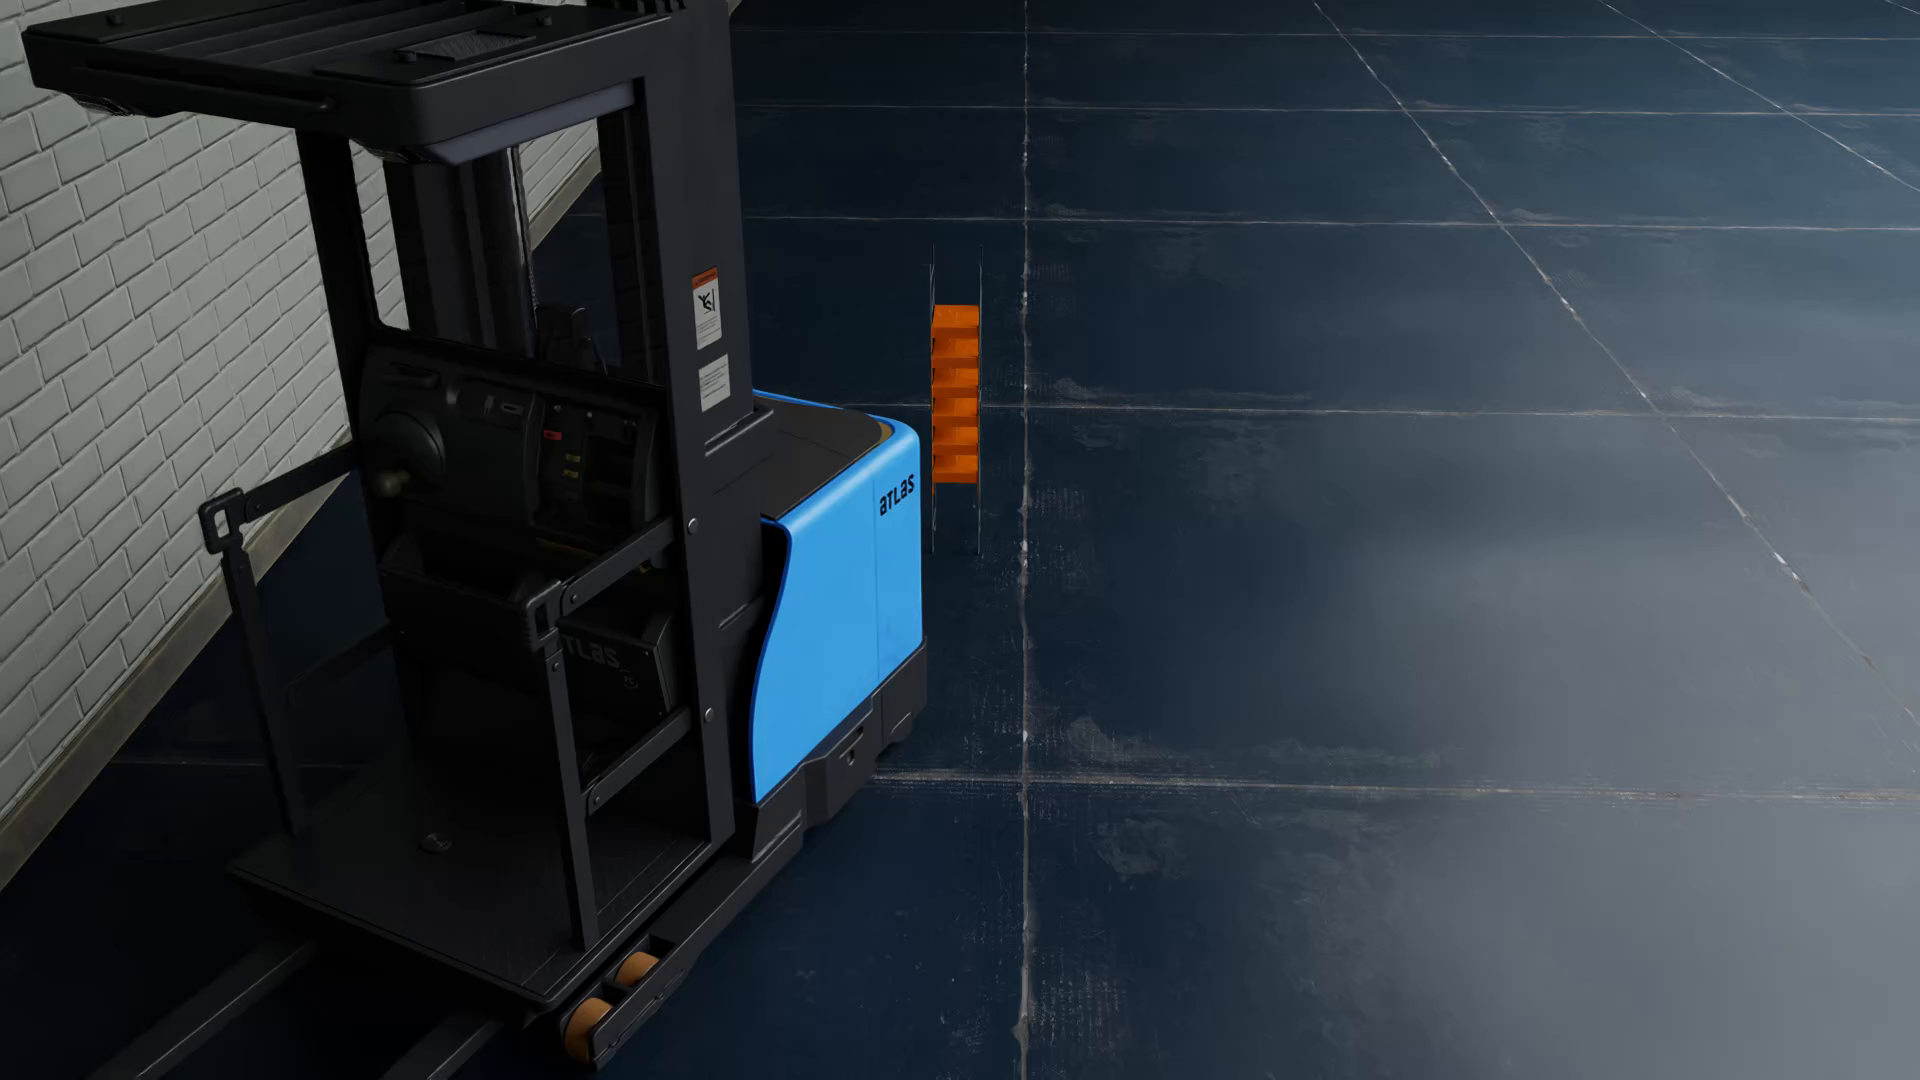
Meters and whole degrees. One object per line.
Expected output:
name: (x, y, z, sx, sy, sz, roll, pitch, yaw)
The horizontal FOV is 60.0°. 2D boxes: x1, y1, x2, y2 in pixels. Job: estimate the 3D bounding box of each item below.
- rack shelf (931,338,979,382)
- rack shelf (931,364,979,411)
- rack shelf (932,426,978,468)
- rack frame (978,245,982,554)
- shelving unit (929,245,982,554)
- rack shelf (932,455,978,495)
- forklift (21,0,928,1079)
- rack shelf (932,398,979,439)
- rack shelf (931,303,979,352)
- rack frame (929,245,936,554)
rack shelf: (-0.014, -0.703, 6.378, 0.180, 0.103, 0.258, 1, 28, 2)
rack shelf: (-0.014, -0.597, 6.434, 0.180, 0.103, 0.258, 1, 28, 2)
rack shelf: (-0.014, -0.385, 6.546, 0.180, 0.103, 0.258, 1, 28, 2)
rack frame: (0.077, -0.529, 6.467, 0.006, 1.200, 0.240, 1, 28, 2)
shelving unit: (-0.014, -0.530, 6.469, 0.189, 1.200, 0.258, 1, 28, 2)
rack shelf: (-0.014, -0.279, 6.603, 0.180, 0.103, 0.258, 1, 28, 2)
forklift: (-1.237, -0.199, 3.996, 1.130, 2.935, 3.031, 14, 31, 24)
rack shelf: (-0.014, -0.491, 6.490, 0.180, 0.103, 0.258, 1, 28, 2)
rack shelf: (-0.014, -0.809, 6.322, 0.180, 0.103, 0.258, 1, 28, 2)
rack frame: (-0.106, -0.532, 6.472, 0.006, 1.200, 0.240, 1, 28, 2)
